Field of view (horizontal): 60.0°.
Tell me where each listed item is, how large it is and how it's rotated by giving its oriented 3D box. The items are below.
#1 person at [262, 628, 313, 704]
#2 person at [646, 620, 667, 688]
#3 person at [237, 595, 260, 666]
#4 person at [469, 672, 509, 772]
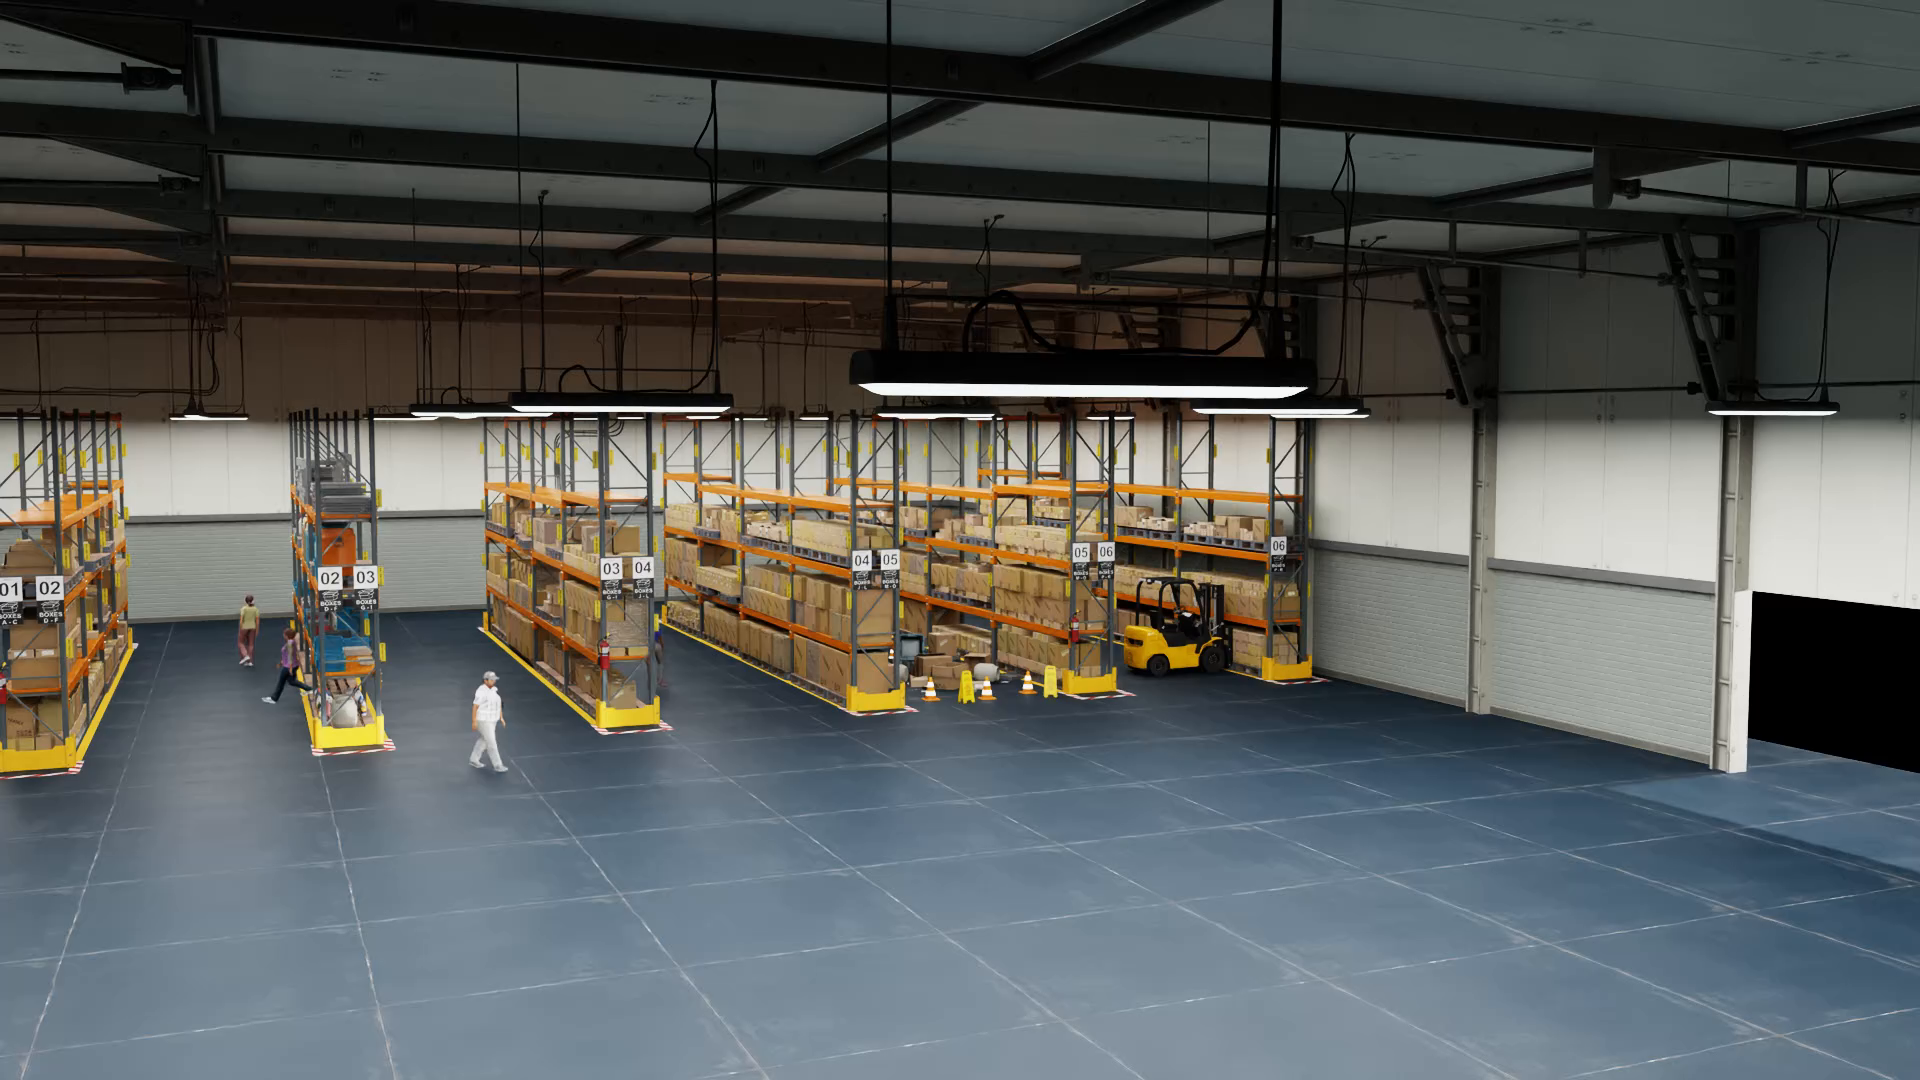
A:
[{"bbox_3d":[-13.673,2.558,33.841,0.955,1.532,0.403,0,4,1],"label":"person"},{"bbox_3d":[-6.614,2.373,35.910,0.553,1.646,0.424,-1,4,-12],"label":"person"},{"bbox_3d":[-16.785,2.141,39.238,0.495,1.652,0.451,-3,5,-38],"label":"person"},{"bbox_3d":[-7.741,2.973,27.386,0.926,1.615,0.556,1,4,17],"label":"person"}]
